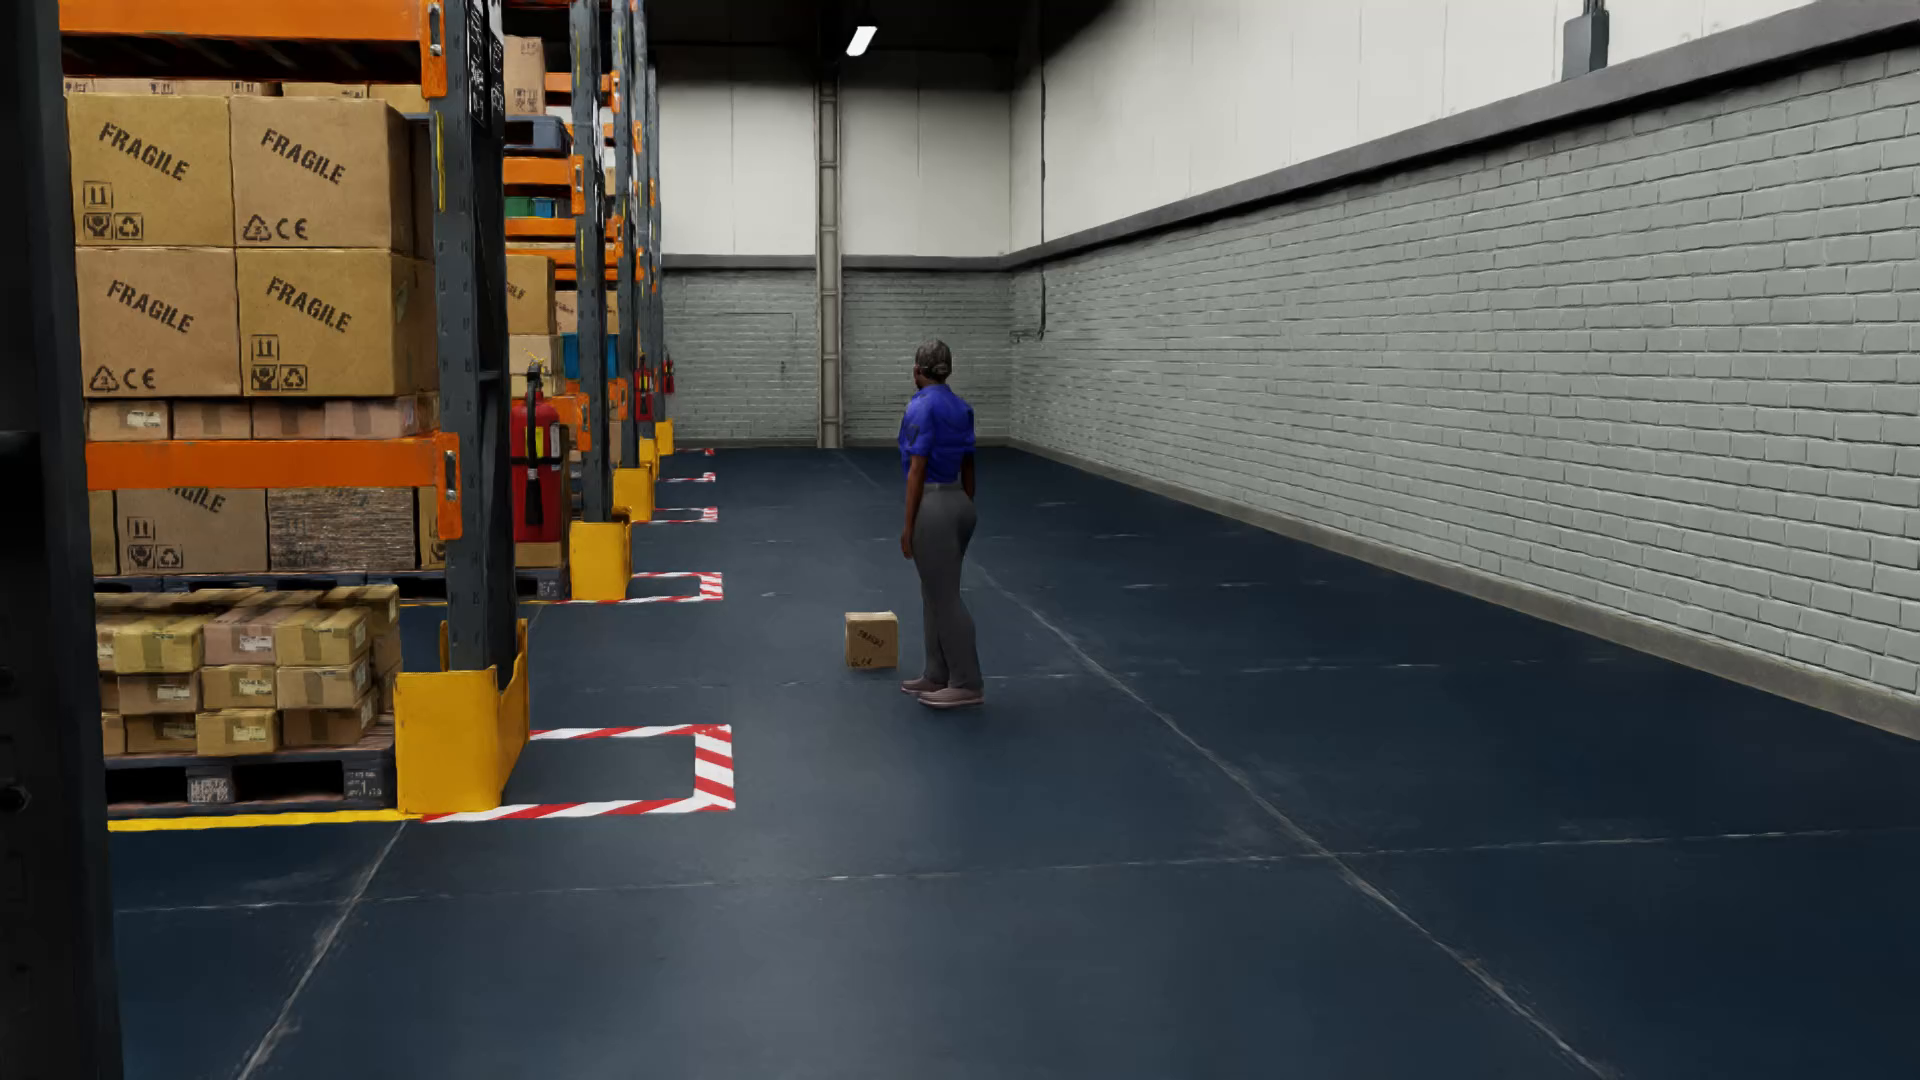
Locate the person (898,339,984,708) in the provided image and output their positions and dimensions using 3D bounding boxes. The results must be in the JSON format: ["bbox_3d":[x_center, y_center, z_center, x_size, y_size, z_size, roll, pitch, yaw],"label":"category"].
[{"bbox_3d":[-0.099,-0.080,7.544,0.551,1.657,0.465,4,8,29],"label":"person"}]
